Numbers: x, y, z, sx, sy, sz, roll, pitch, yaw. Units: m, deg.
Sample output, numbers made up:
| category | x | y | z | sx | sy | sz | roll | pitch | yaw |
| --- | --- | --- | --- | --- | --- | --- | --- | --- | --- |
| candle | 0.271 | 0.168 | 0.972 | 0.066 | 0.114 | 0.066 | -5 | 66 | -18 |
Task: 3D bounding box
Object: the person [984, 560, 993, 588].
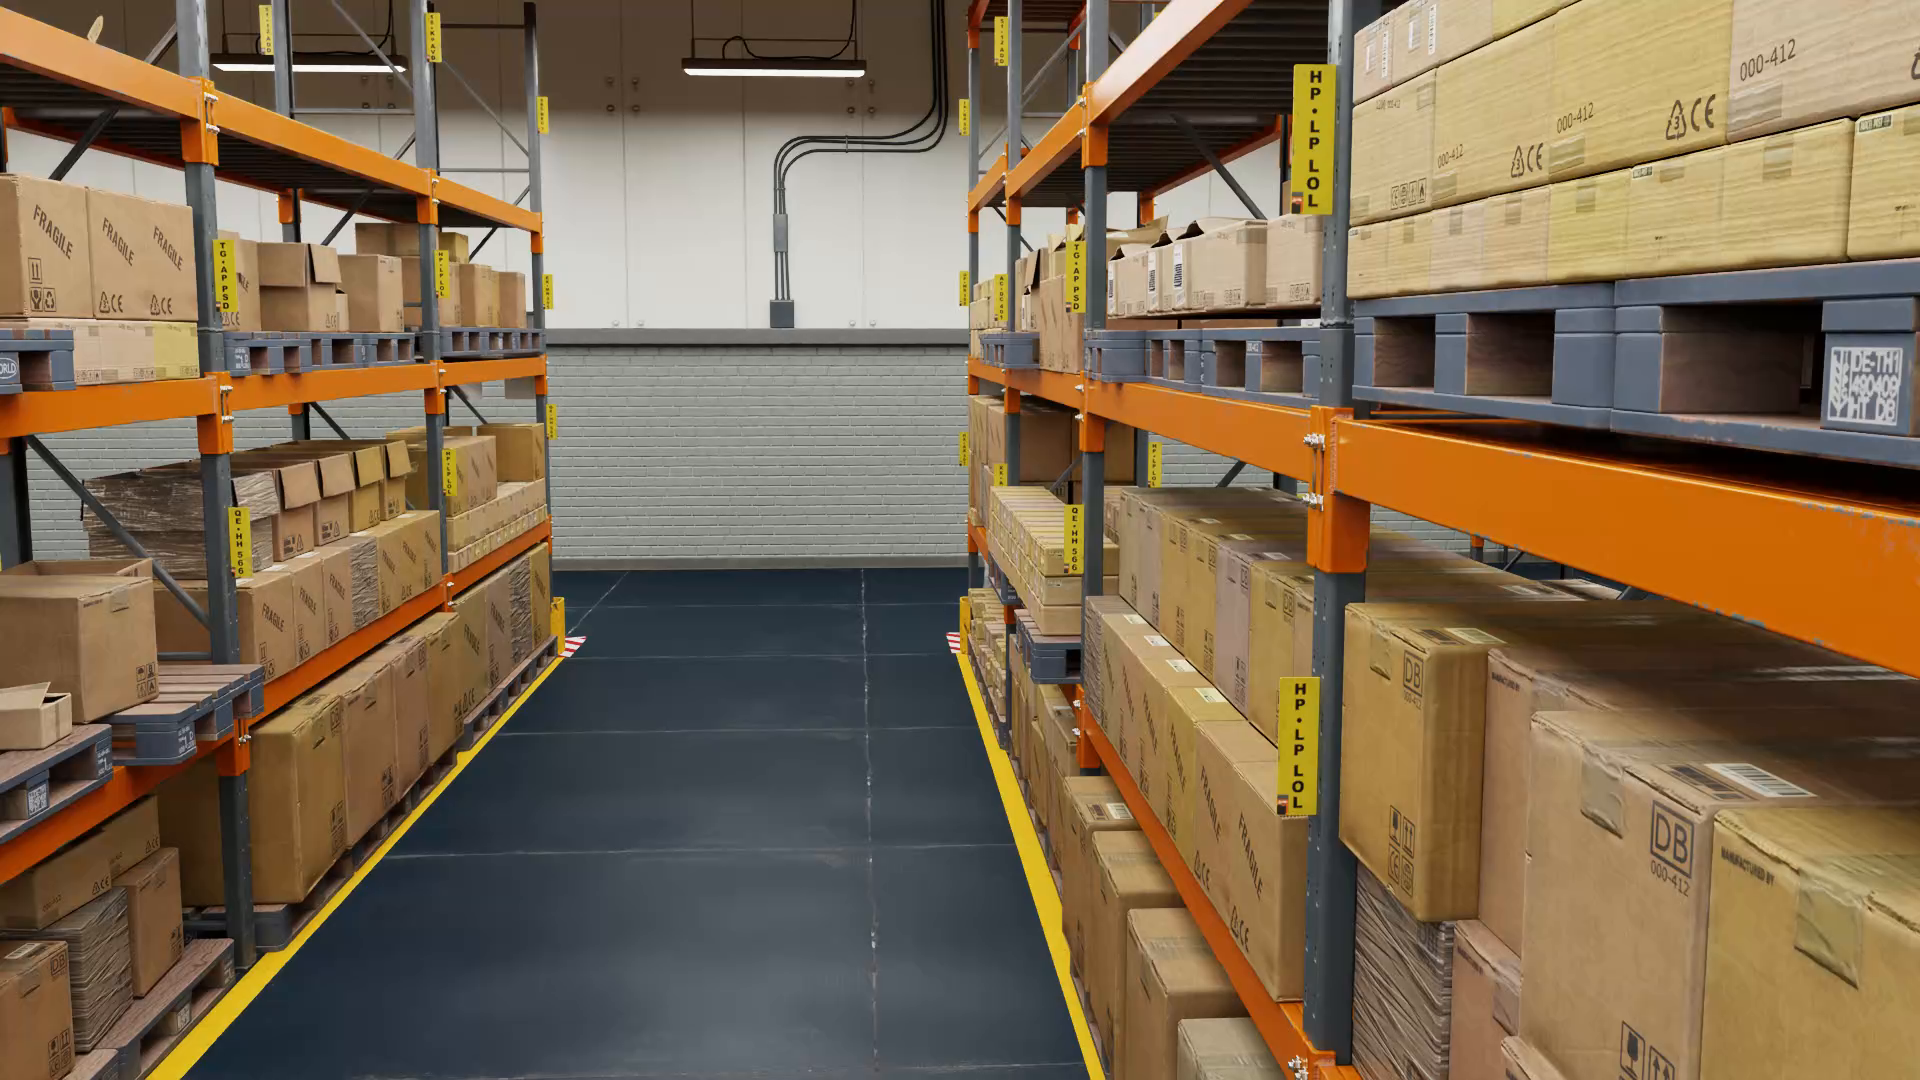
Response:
| category | x | y | z | sx | sy | sz | roll | pitch | yaw |
| --- | --- | --- | --- | --- | --- | --- | --- | --- | --- |
| person | 0.453 | 0.011 | 17.672 | 0.500 | 1.671 | 0.360 | -1 | 7 | -6 |
